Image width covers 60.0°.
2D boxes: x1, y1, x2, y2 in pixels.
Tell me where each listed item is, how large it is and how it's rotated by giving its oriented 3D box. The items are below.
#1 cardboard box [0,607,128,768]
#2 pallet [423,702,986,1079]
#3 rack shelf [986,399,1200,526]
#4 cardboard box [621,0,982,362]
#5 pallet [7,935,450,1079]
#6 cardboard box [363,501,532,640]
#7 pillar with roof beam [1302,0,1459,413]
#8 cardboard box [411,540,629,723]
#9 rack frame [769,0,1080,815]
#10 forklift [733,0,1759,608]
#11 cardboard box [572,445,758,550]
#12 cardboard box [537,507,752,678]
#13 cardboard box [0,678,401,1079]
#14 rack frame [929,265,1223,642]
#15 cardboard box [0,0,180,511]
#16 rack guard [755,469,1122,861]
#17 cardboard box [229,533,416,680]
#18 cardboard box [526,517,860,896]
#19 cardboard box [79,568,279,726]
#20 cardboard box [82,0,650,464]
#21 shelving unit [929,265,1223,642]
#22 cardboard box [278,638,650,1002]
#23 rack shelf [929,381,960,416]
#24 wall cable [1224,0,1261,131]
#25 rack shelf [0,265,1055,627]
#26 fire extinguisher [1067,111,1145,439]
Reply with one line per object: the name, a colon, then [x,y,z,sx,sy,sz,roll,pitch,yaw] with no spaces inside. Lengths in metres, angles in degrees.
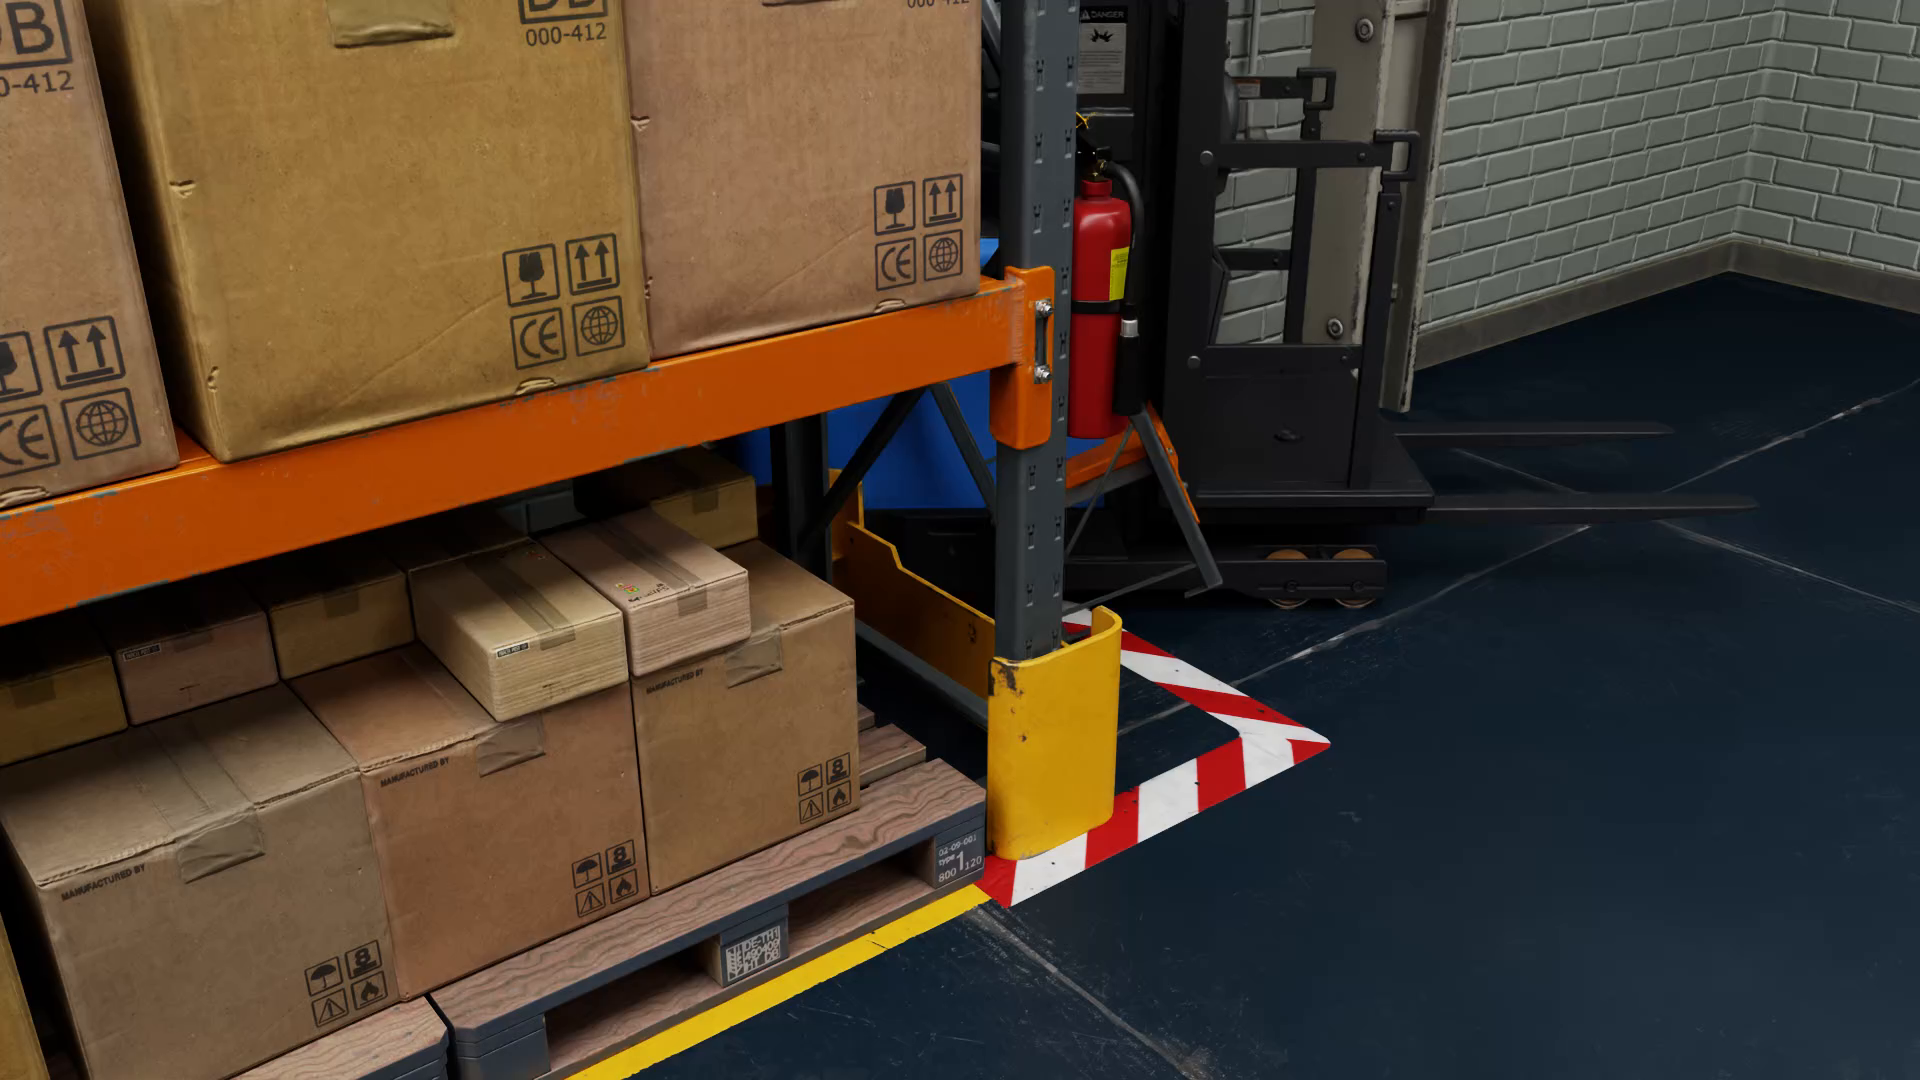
cardboard box: [-1.641,0.229,2.893,0.250,0.149,0.380,-18,30,-34]
pallet: [-0.711,0.632,3.637,1.213,0.211,1.003,-18,31,-34]
rack shelf: [0.423,-0.257,4.971,0.538,0.278,1.000,-22,17,16]
cardboard box: [-0.525,-0.866,3.197,0.700,0.700,0.980,-17,30,-32]
pallet: [-1.671,0.948,2.958,1.213,0.211,1.003,-18,31,-34]
cardboard box: [-1.043,0.031,3.320,0.250,0.149,0.380,-18,30,-34]
pillar with roof beam: [4.117,-3.149,1.346,0.400,9.000,9.100,-18,31,-34]
cardboard box: [-0.809,0.158,3.046,0.250,0.149,0.380,-17,30,-33]
rack frame: [-0.130,-0.866,3.553,0.127,3.000,1.000,-18,31,-34]
forklift: [0.855,-1.356,4.691,3.031,2.935,1.130,0,25,-1]
cardboard box: [-0.644,-0.101,3.604,0.250,0.149,0.380,-18,30,-34]
cardboard box: [-0.608,0.092,3.189,0.250,0.149,0.380,-19,31,-35]
cardboard box: [-1.408,0.553,2.966,0.500,0.500,0.700,-19,31,-36]
rack frame: [0.253,-0.279,4.434,0.500,1.125,0.032,-22,17,16]
cardboard box: [-1.697,-0.479,2.362,0.700,0.700,0.980,-20,32,-36]
rack guard: [-0.111,0.261,4.093,0.348,0.500,1.175,-18,31,-34]
cardboard box: [-1.240,0.096,3.180,0.250,0.149,0.380,-18,30,-34]
cardboard box: [-0.619,0.292,3.528,0.500,0.500,0.700,-18,31,-34]
cardboard box: [-1.440,0.162,3.037,0.250,0.149,0.380,-18,30,-33]
cardboard box: [-1.091,-0.674,2.782,0.700,0.700,0.980,-19,31,-34]
shelving unit: [0.319,-0.467,4.902,0.538,1.125,1.048,-22,17,16]
cardboard box: [-1.013,0.422,3.248,0.500,0.500,0.700,-18,31,-34]
rack shelf: [0.194,-0.718,4.818,0.538,0.278,1.000,-22,17,16]
wall cable: [0.294,-1.973,4.731,1.851,1.984,0.084,-18,31,-34]
rack shelf: [-1.704,-0.020,2.585,4.000,0.370,1.077,-18,31,-34]
fire extinguisher: [0.273,-0.548,3.403,0.183,0.674,0.296,-18,31,-34]
